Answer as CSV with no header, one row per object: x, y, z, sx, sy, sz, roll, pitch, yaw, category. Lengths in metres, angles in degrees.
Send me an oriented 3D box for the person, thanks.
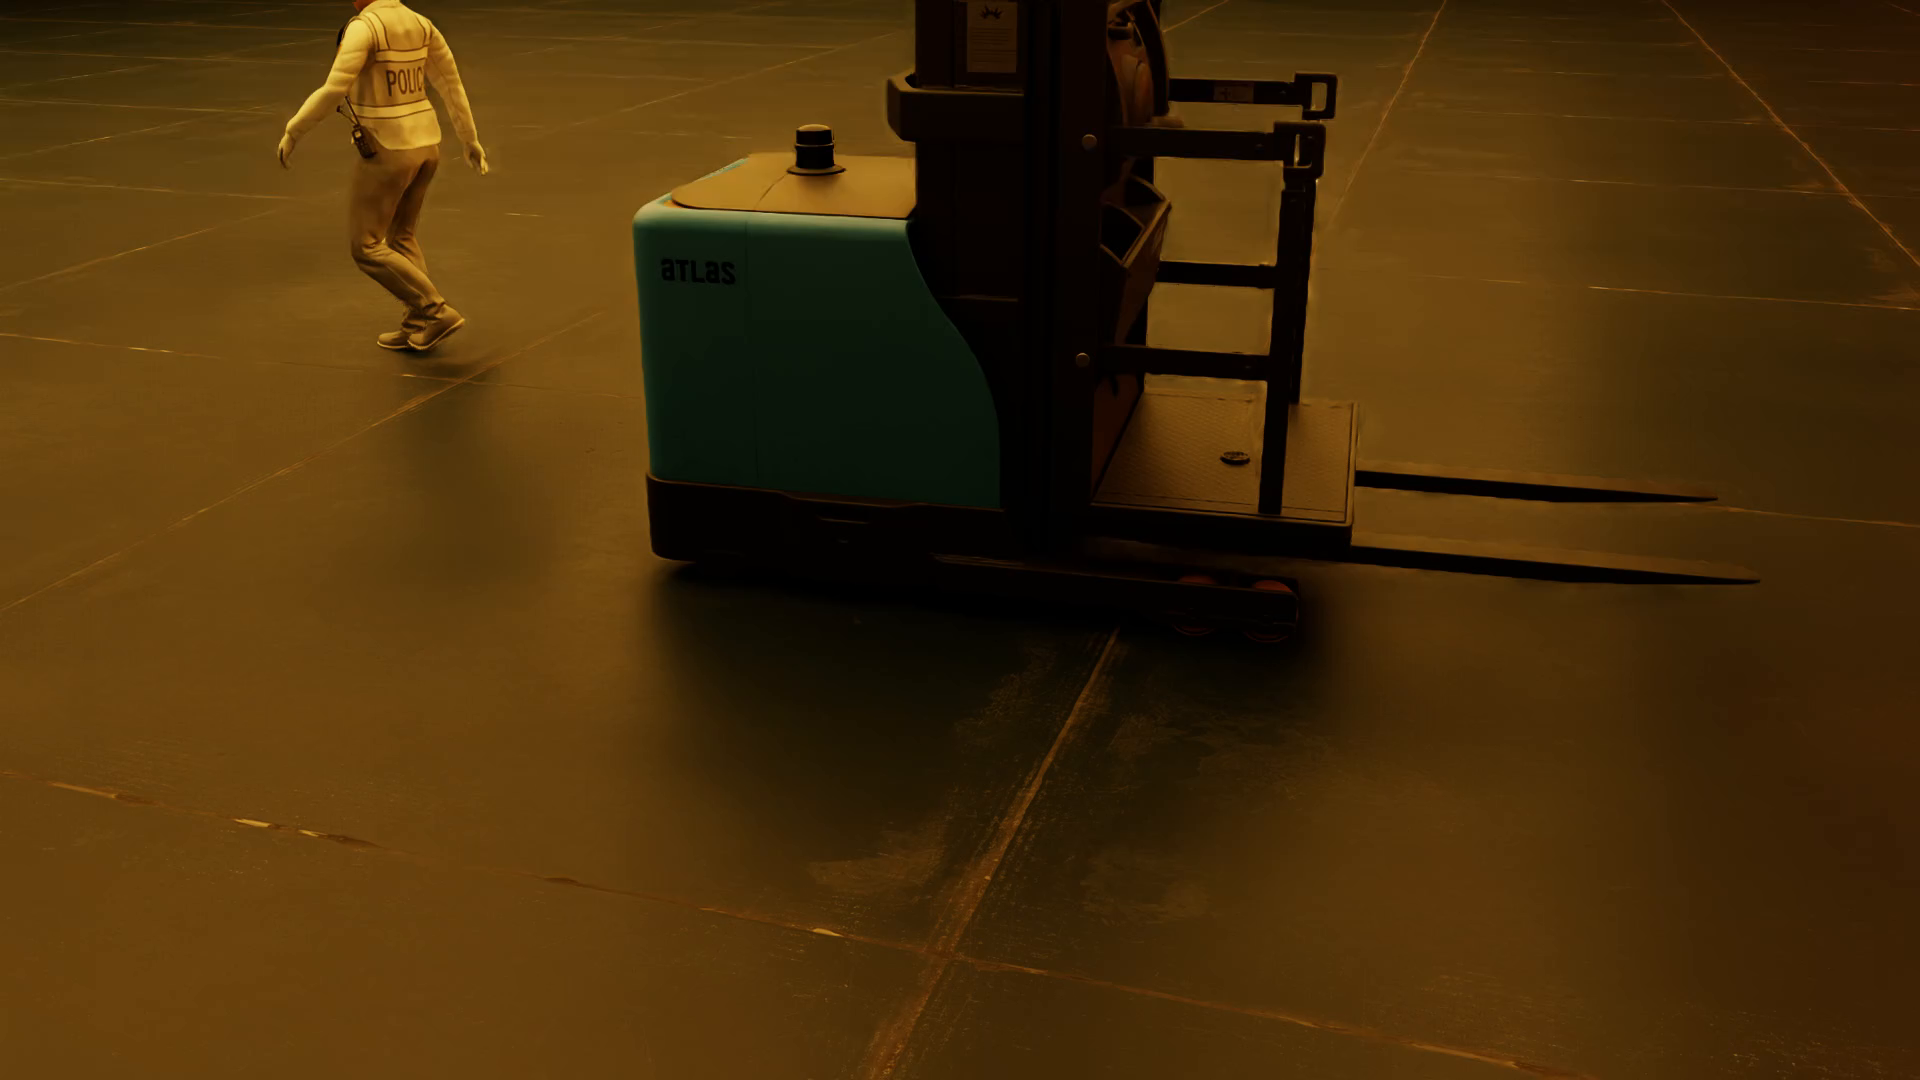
-2.268,-1.543,6.708,0.608,1.652,0.753,7,23,16,person

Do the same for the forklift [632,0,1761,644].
0.666,-1.301,4.430,3.031,2.935,1.130,5,23,12,forklift
